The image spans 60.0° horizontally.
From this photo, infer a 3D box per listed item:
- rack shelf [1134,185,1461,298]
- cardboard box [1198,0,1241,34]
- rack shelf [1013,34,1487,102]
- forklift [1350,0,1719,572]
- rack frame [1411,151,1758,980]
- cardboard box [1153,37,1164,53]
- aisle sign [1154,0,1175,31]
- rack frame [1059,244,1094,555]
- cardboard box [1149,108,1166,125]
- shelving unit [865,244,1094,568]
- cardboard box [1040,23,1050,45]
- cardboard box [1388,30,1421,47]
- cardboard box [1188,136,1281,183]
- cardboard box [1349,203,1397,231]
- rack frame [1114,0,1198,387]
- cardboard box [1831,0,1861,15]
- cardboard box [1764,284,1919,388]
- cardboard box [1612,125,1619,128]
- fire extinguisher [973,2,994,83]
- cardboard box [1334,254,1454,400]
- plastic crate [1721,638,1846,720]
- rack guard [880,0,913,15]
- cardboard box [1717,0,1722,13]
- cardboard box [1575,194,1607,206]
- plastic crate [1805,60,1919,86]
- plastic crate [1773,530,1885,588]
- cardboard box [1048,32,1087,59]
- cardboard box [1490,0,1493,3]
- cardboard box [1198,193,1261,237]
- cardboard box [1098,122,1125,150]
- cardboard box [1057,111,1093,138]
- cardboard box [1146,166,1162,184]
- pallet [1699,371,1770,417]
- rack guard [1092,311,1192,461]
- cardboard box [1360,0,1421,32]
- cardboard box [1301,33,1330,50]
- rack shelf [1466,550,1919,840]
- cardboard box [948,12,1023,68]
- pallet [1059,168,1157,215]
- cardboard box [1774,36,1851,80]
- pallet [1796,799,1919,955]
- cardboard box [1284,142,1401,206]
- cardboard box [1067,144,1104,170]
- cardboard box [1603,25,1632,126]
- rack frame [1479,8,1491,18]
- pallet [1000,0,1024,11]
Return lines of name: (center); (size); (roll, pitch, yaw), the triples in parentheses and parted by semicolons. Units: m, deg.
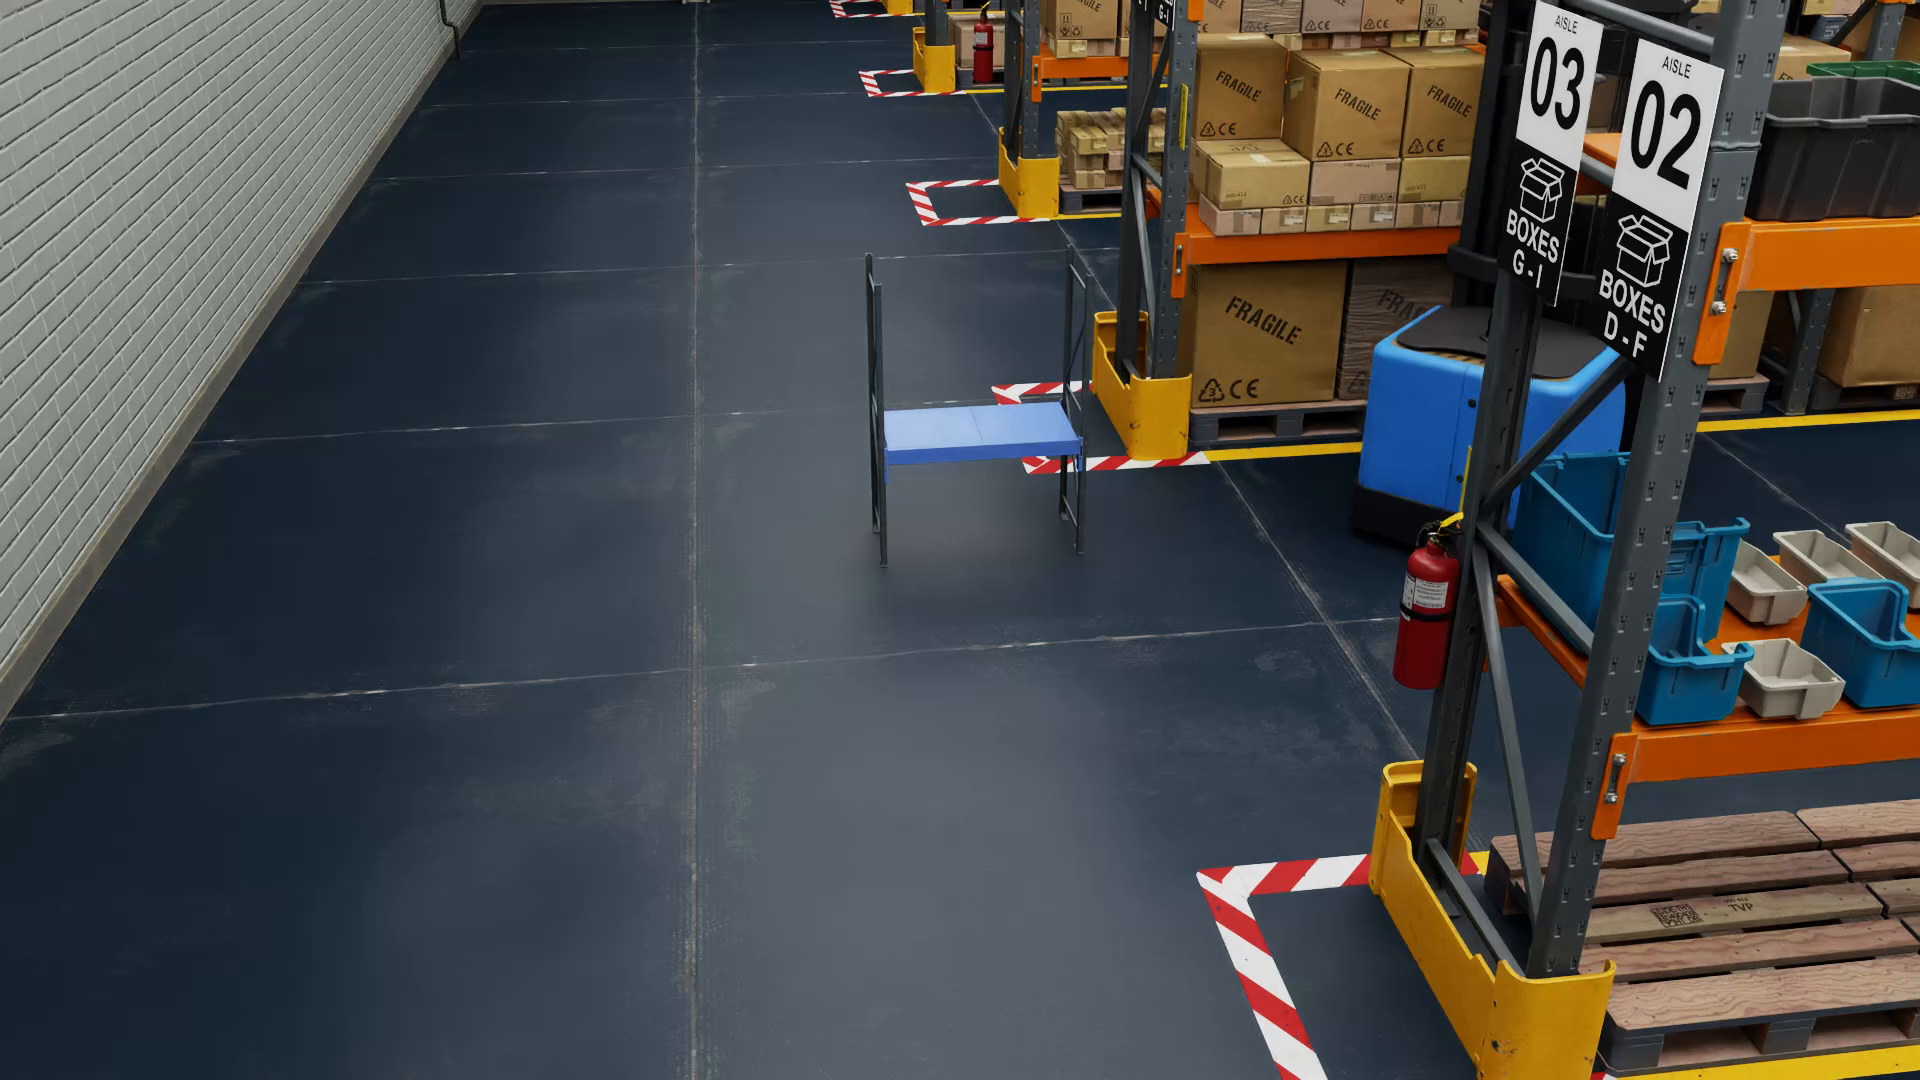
rack shelf: (3.088, -1.872, 9.901); (4.000, 0.370, 1.077); (-4, 27, -7)
cardboard box: (2.013, -4.465, 13.732); (0.500, 0.500, 0.500); (-3, 27, -6)
rack shelf: (2.497, -4.121, 14.284); (4.000, 0.370, 1.077); (-4, 27, -7)
forklift: (3.352, -1.727, 8.905); (1.130, 2.935, 3.031); (19, 33, 33)
rack frame: (1.797, 0.174, 5.125); (0.127, 3.000, 1.000); (-4, 27, -7)
cardboard box: (1.640, -4.181, 13.887); (0.250, 0.149, 0.380); (-2, 27, -5)
aisle sign: (1.078, -3.082, 8.623); (0.004, 0.787, 0.394); (-4, 27, -7)
rack frame: (0.588, -0.705, 8.481); (0.032, 1.500, 0.500); (-4, 27, -7)
cardboard box: (1.766, -3.697, 14.681); (0.250, 0.149, 0.380); (-5, 28, -9)
shelving unit: (0.084, -0.673, 8.418); (1.048, 1.500, 0.538); (-4, 27, -7)
cardboard box: (0.800, -4.351, 14.218); (0.250, 0.149, 0.380); (-4, 27, -7)
cardboard box: (3.714, -4.277, 14.075); (0.250, 0.149, 0.380); (-3, 27, -5)
cardboard box: (1.550, -2.282, 9.749); (0.500, 0.250, 0.500); (-4, 27, -8)
cardboard box: (2.270, -1.877, 9.398); (0.250, 0.149, 0.380); (-4, 27, -8)
rack frame: (1.107, -2.065, 9.489); (0.127, 3.000, 1.000); (-4, 27, -7)
cardboard box: (7.513, -4.627, 14.297); (0.250, 0.149, 0.380); (-3, 27, -6)
cardboard box: (5.699, -1.611, 10.471); (0.875, 0.875, 1.225); (-4, 27, -7)
cardboard box: (4.073, -2.444, 10.067); (0.500, 0.250, 0.500); (-4, 27, -7)
fire extinguisher: (0.202, -4.306, 14.350); (0.183, 0.674, 0.296); (-4, 27, -7)
cardboard box: (2.631, -1.442, 10.141); (0.875, 0.875, 0.875); (-4, 27, -7)
plastic crate: (2.417, 0.415, 4.879); (0.298, 0.136, 0.250); (-4, 27, -7)
rack guard: (-0.894, -7.682, 23.173); (0.348, 0.500, 1.175); (-4, 27, -7)
cardboard box: (6.474, -4.561, 14.168); (0.250, 0.149, 0.380); (-5, 28, -9)
cardboard box: (3.539, -1.958, 9.556); (0.250, 0.149, 0.380); (-4, 27, -8)
plastic crate: (2.734, -1.258, 4.863); (0.336, 0.188, 0.450); (-4, 27, -7)
plastic crate: (2.868, 0.119, 5.456); (0.243, 0.136, 0.396); (-4, 27, -7)
cardboard box: (0.883, -4.075, 13.680); (0.250, 0.149, 0.380); (-4, 27, -8)
cardboard box: (4.843, -4.758, 14.553); (0.250, 0.149, 0.380); (-4, 27, -8)
cardboard box: (1.505, -1.827, 9.300); (0.250, 0.149, 0.380); (-3, 27, -7)
cardboard box: (1.339, -3.449, 14.197); (0.250, 0.149, 0.380); (-3, 27, -6)
cardboard box: (1.005, -3.645, 14.580); (0.250, 0.149, 0.380); (-3, 27, -7)
cardboard box: (1.572, -3.193, 14.351); (0.250, 0.149, 0.380); (-3, 27, -7)
pallet: (4.304, -1.066, 10.596); (1.213, 0.211, 1.003); (-4, 27, -7)
rack guard: (1.083, -0.952, 10.057); (0.348, 0.500, 1.175); (-4, 27, -7)
cardboard box: (3.523, -4.554, 13.905); (0.500, 0.500, 0.500); (-4, 27, -9)
cardboard box: (2.931, -4.249, 14.020); (0.250, 0.149, 0.380); (-4, 27, -8)
rack shelf: (3.778, 0.367, 5.538); (4.000, 0.370, 1.077); (-4, 27, -7)
cardboard box: (0.366, -5.679, 18.879); (0.875, 0.438, 0.875); (-5, 28, -9)
pallet: (1.401, -3.114, 14.587); (1.213, 0.211, 1.003); (-4, 27, -7)
cardboard box: (4.650, -2.569, 9.488); (0.500, 0.500, 0.500); (-3, 27, -6)
pallet: (3.825, 1.303, 5.978); (1.213, 0.211, 1.003); (-4, 27, -7)
cardboard box: (2.134, -2.075, 9.347); (0.500, 0.250, 0.500); (-4, 27, -8)
cardboard box: (1.071, -3.282, 14.197); (0.250, 0.149, 0.380); (-3, 27, -5)
cardboard box: (4.069, -2.776, 9.892); (0.500, 0.500, 0.500); (-4, 27, -7)
rack frame: (4.477, -4.568, 14.367); (0.127, 3.000, 1.000); (-4, 27, -7)
pallet: (1.101, -7.680, 23.487); (1.213, 0.211, 1.003); (-4, 27, -7)
